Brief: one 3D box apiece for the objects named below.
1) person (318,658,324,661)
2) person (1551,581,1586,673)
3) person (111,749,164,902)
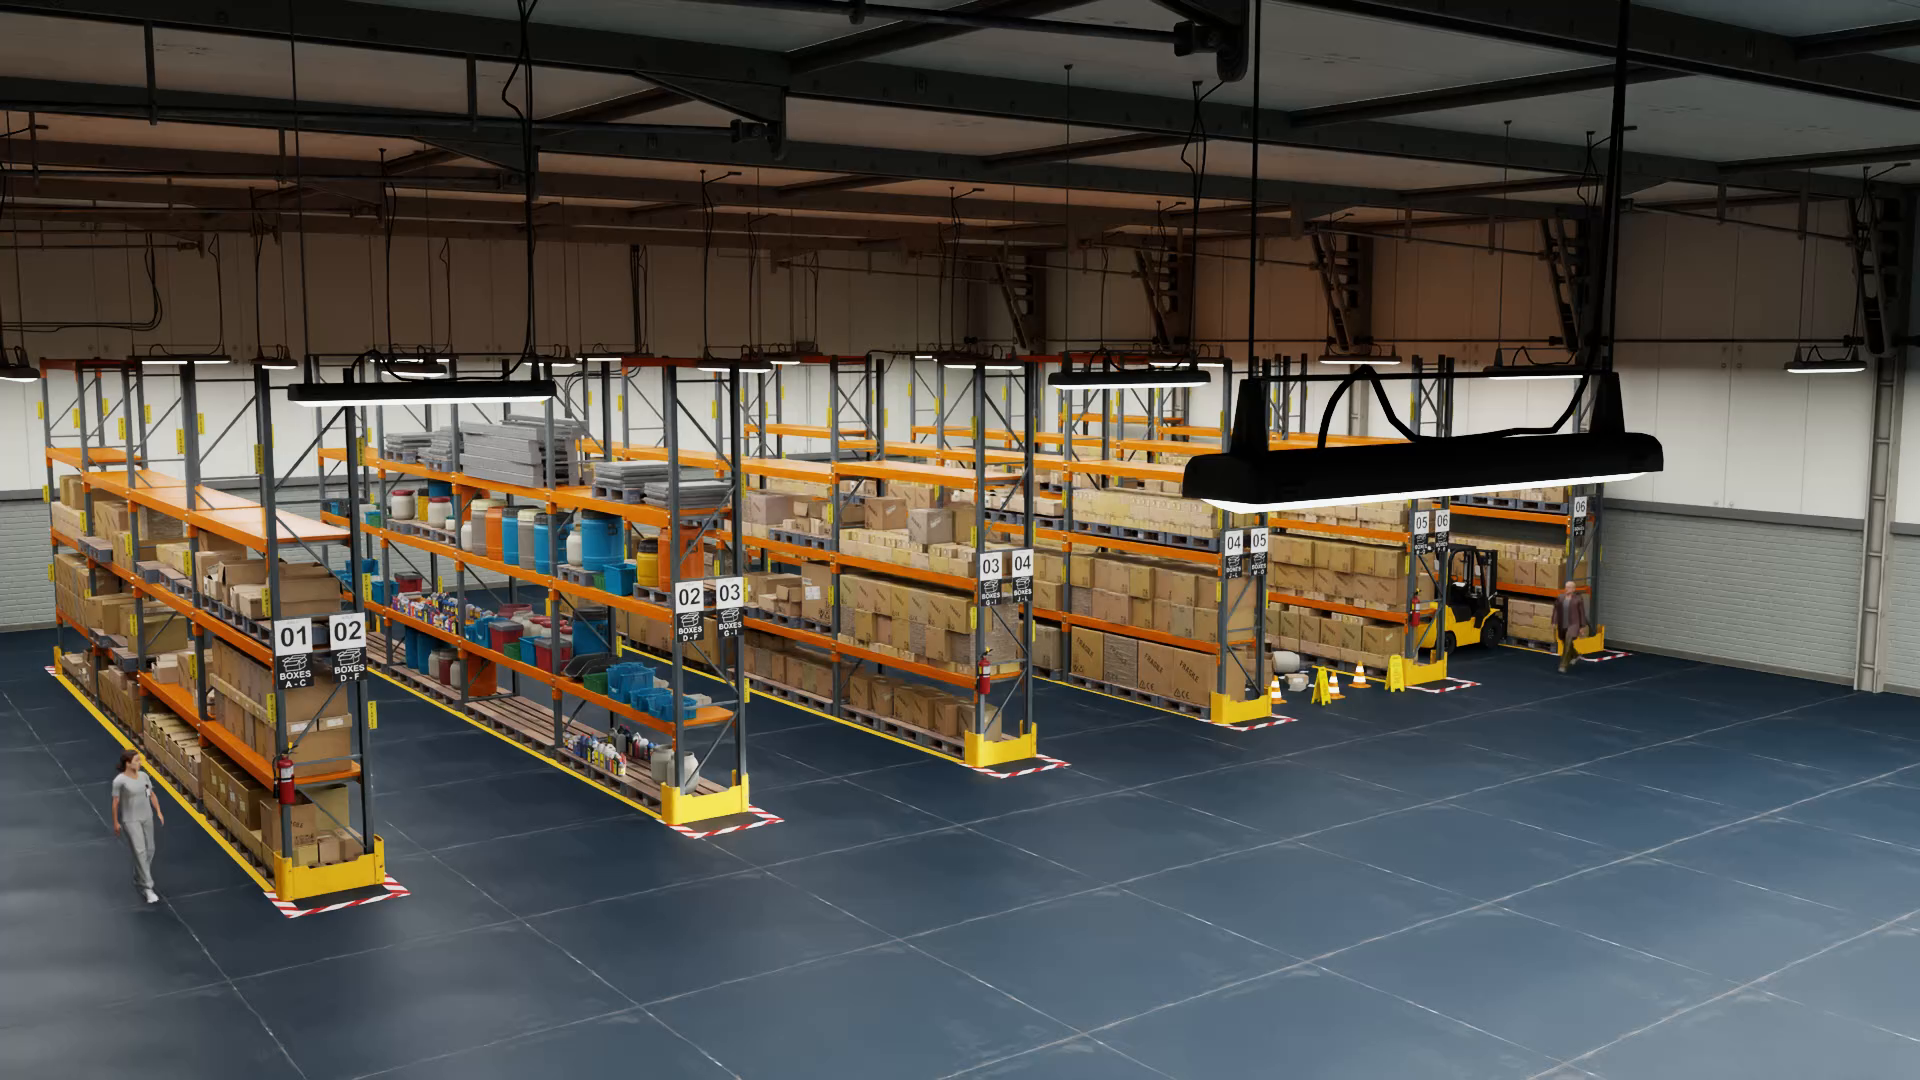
[{"bbox_3d":[-11.131,2.096,28.414,0.642,1.681,0.736,-4,8,-28],"label":"person"},{"bbox_3d":[11.673,1.640,31.875,0.617,1.736,1.112,7,9,44],"label":"person"},{"bbox_3d":[-9.349,3.240,19.046,0.762,1.661,0.472,4,8,31],"label":"person"}]
